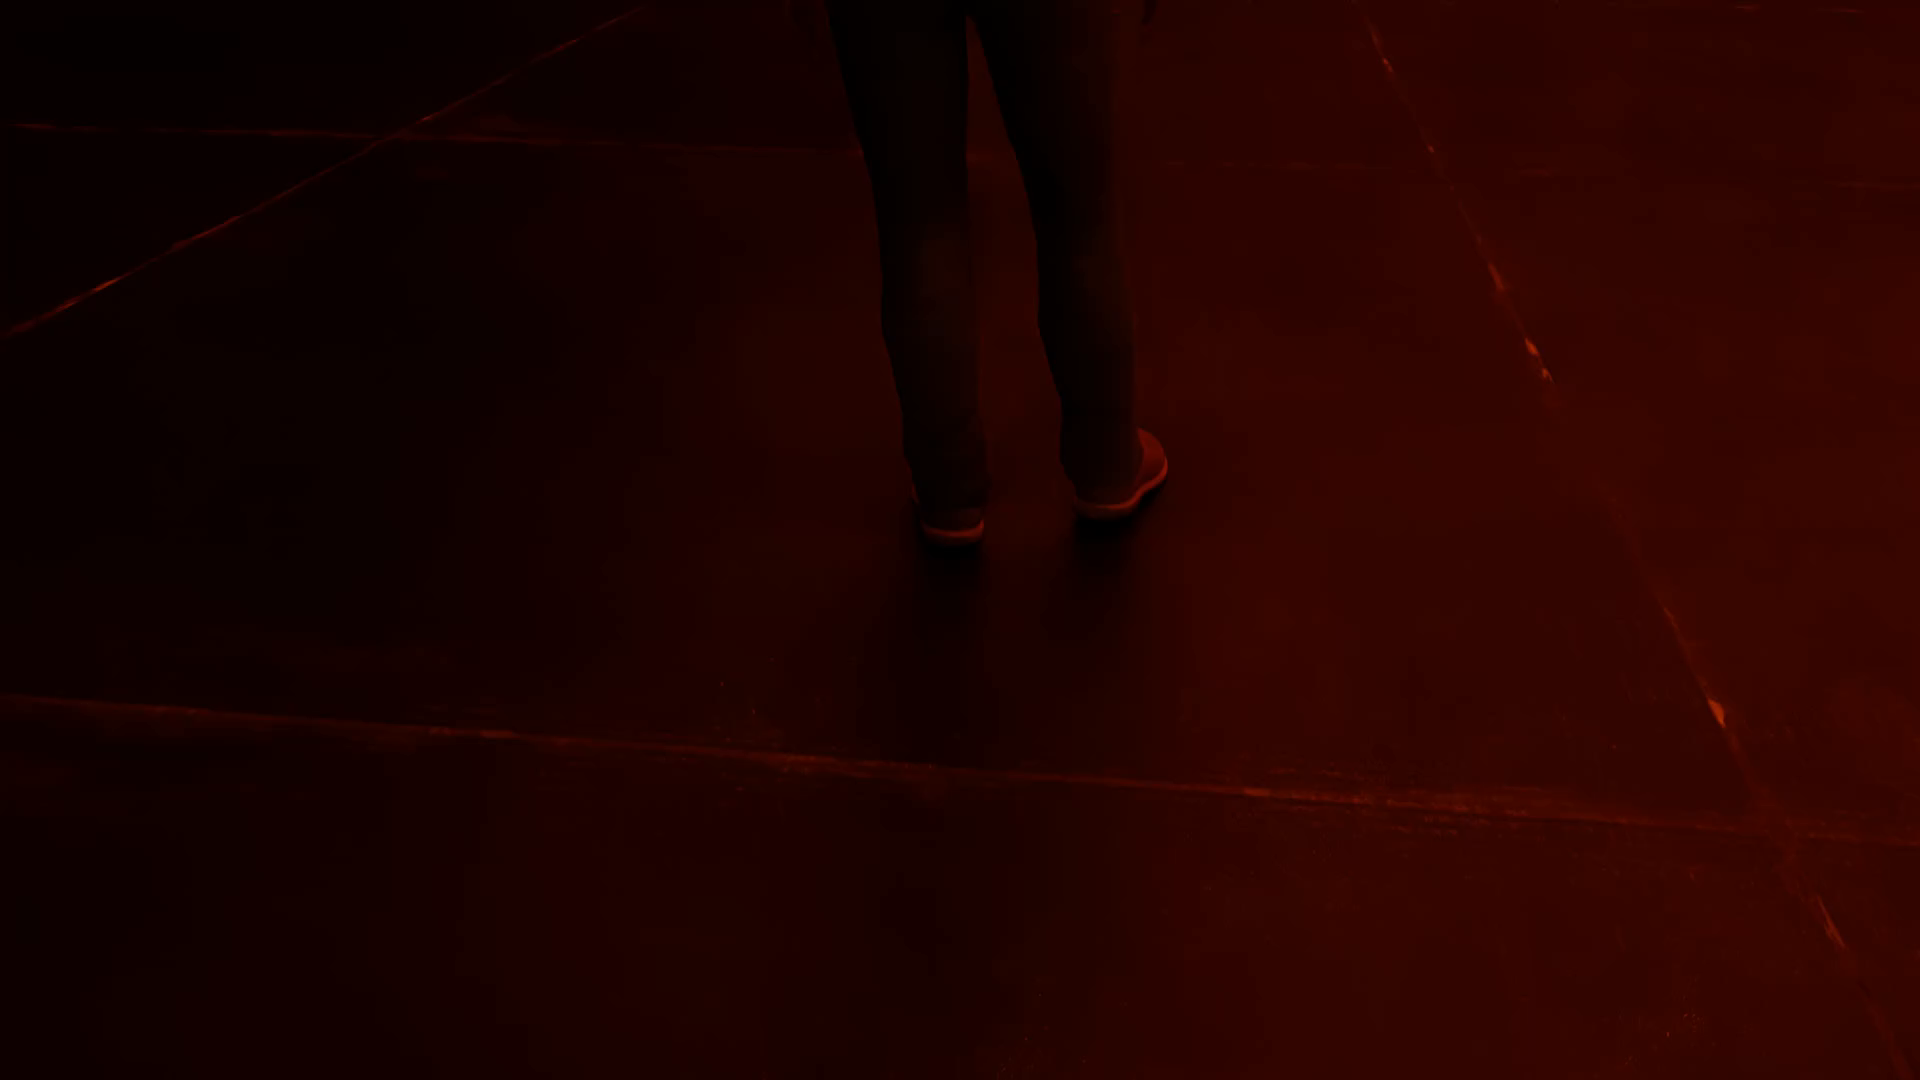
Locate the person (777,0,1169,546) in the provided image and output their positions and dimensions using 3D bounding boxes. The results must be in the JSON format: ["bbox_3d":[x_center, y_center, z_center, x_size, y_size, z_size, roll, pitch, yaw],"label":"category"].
[{"bbox_3d":[0.031,-0.784,2.203,0.570,1.654,0.503,3,27,7],"label":"person"}]
